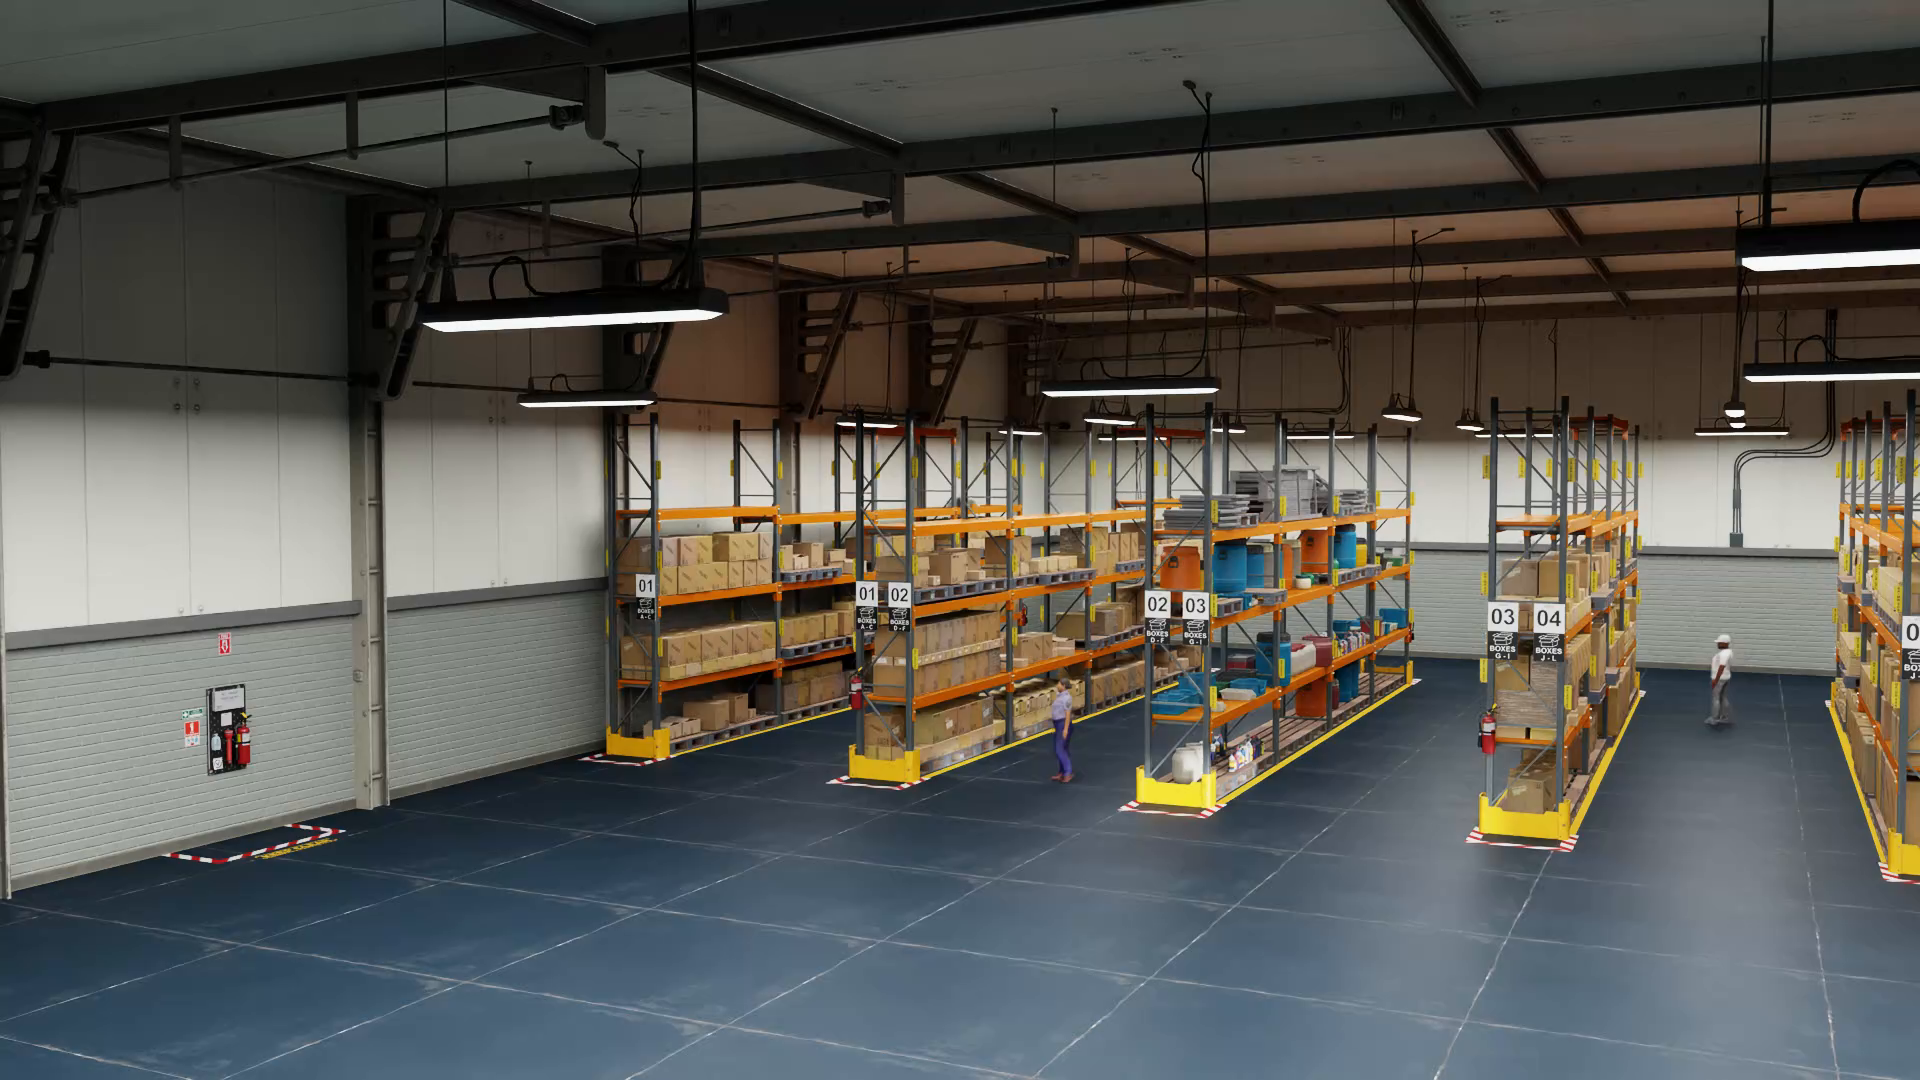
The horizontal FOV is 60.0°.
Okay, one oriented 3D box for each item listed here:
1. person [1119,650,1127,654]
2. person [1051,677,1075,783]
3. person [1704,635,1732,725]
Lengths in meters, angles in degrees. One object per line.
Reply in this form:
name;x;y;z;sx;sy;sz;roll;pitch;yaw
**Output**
person;4.339;2.273;45.354;0.501;1.631;0.598;-1;3;-32
person;1.656;3.061;26.811;0.365;1.682;0.527;0;2;-3
person;14.921;2.744;32.695;0.488;1.768;0.632;2;3;44
